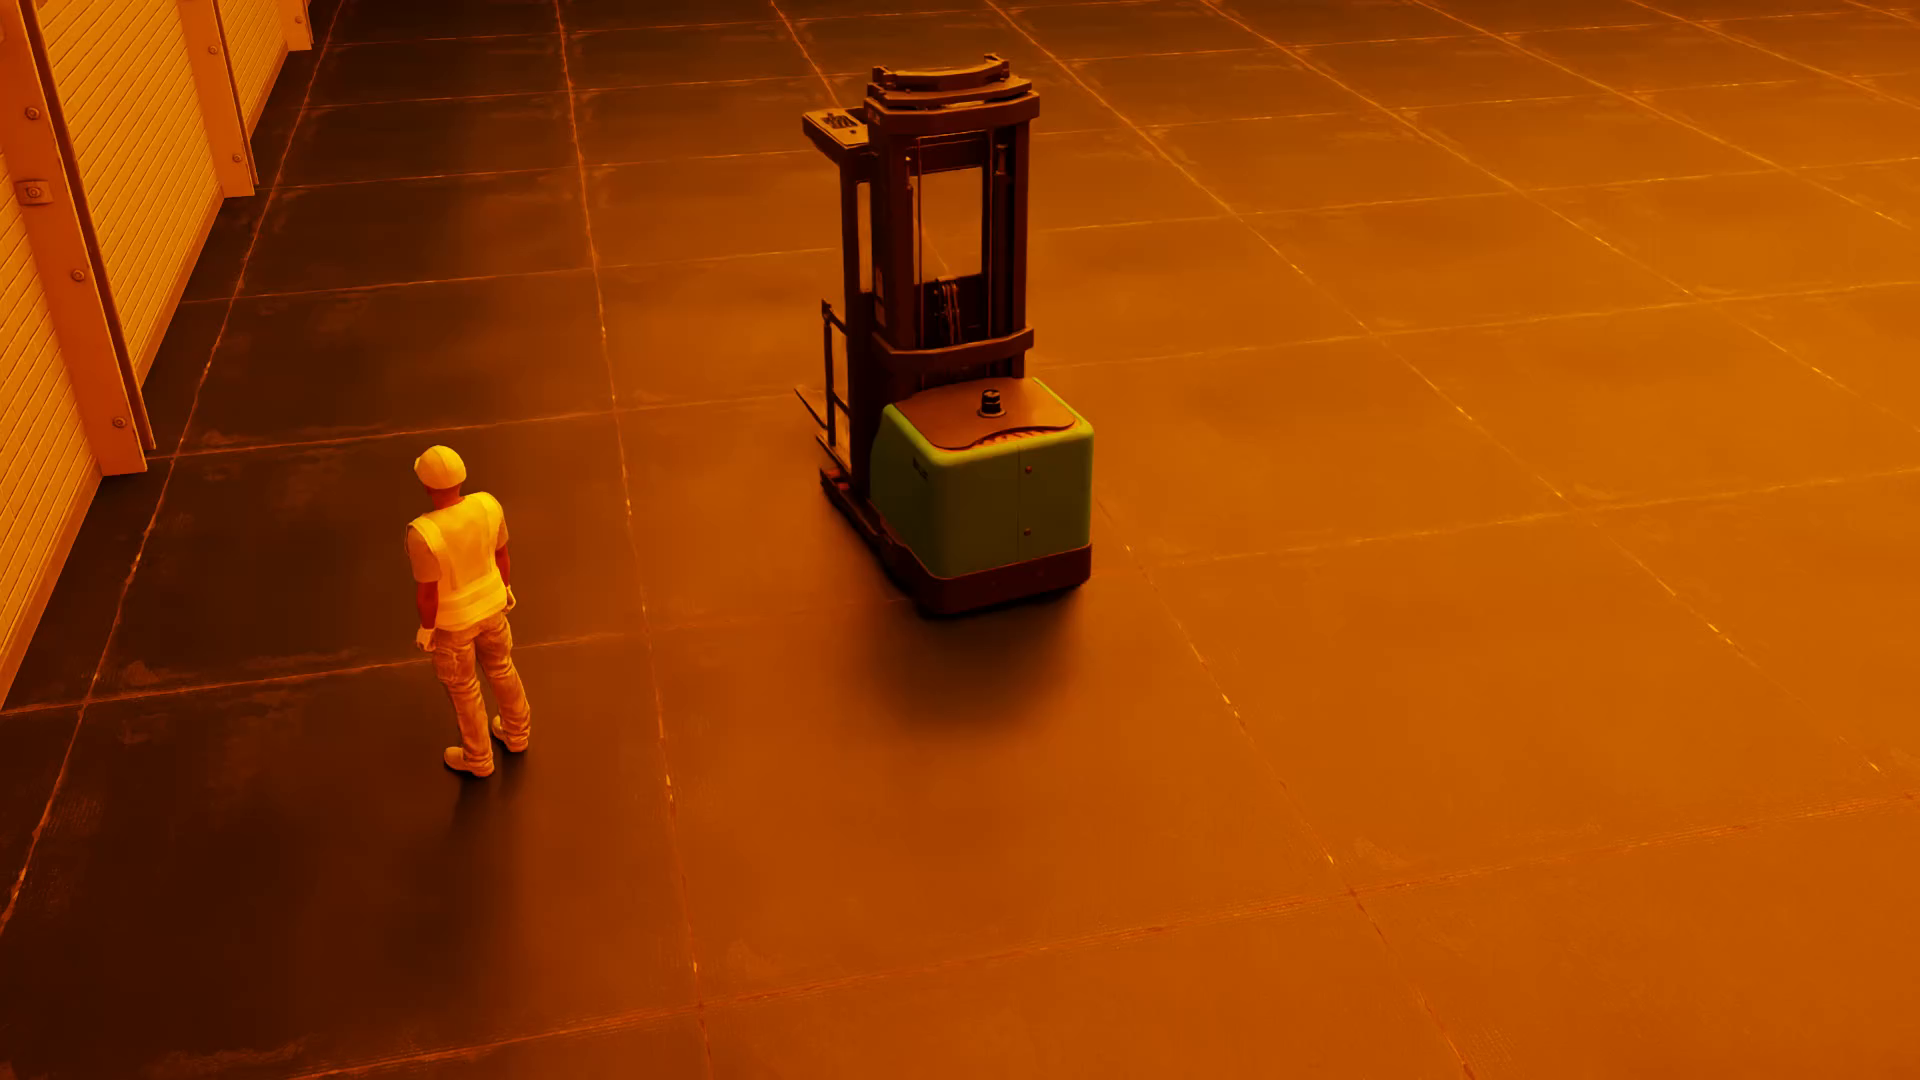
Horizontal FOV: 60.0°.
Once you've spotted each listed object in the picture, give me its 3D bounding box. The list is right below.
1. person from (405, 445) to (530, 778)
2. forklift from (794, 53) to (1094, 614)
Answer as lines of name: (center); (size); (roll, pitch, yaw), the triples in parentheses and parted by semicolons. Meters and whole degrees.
person: (-2.430, 0.341, 8.128); (0.369, 1.790, 0.547); (21, 36, 32)
forklift: (-0.274, -1.559, 10.268); (1.130, 2.935, 3.031); (-12, 32, -20)
